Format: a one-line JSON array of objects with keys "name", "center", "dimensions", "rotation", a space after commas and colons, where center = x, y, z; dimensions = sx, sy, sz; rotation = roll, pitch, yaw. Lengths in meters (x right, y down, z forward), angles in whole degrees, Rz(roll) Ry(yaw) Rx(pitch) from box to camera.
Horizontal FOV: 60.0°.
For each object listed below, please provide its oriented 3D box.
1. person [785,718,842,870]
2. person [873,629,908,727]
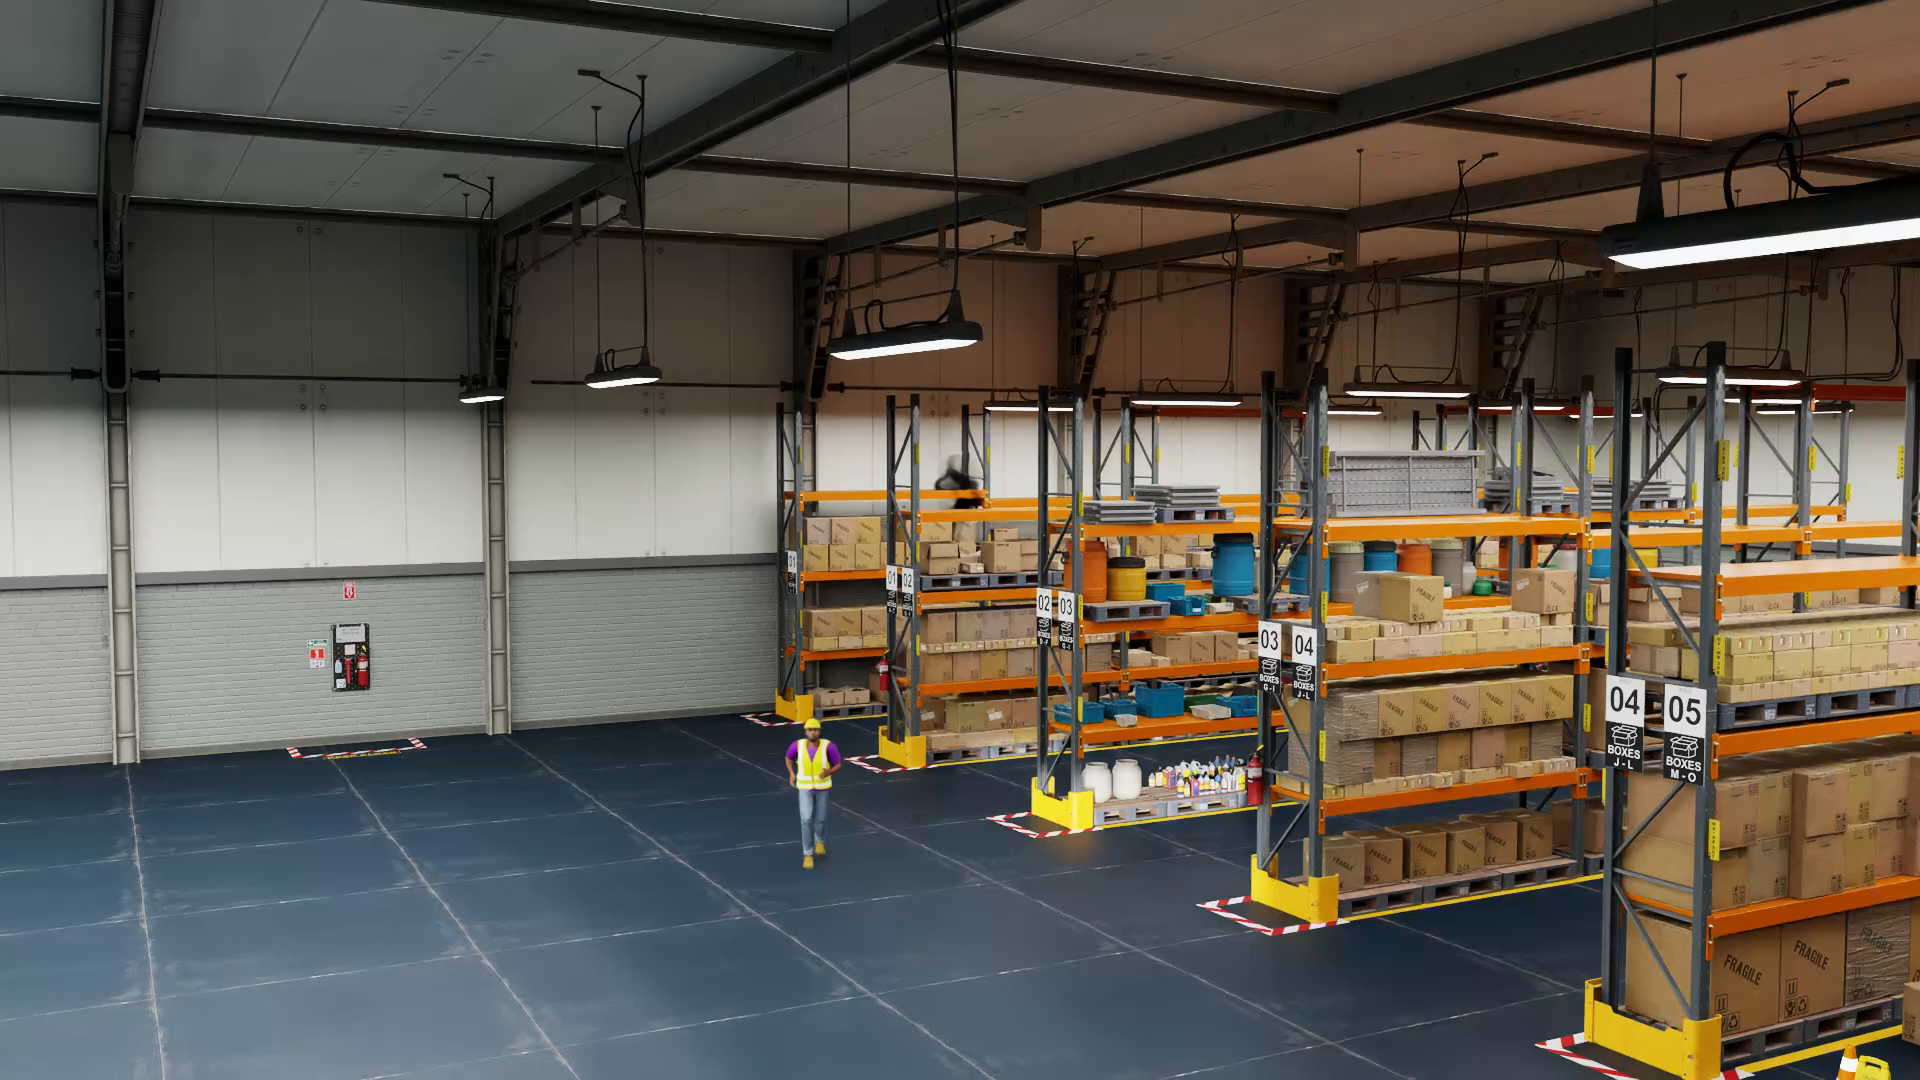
[{"name": "person", "center": [-1.812, 3.093, 20.586], "dimensions": [0.701, 1.792, 0.849], "rotation": [0, 3, -5]}, {"name": "person", "center": [-1.130, 2.411, 28.827], "dimensions": [0.699, 1.722, 0.737], "rotation": [-2, 4, -30]}]
